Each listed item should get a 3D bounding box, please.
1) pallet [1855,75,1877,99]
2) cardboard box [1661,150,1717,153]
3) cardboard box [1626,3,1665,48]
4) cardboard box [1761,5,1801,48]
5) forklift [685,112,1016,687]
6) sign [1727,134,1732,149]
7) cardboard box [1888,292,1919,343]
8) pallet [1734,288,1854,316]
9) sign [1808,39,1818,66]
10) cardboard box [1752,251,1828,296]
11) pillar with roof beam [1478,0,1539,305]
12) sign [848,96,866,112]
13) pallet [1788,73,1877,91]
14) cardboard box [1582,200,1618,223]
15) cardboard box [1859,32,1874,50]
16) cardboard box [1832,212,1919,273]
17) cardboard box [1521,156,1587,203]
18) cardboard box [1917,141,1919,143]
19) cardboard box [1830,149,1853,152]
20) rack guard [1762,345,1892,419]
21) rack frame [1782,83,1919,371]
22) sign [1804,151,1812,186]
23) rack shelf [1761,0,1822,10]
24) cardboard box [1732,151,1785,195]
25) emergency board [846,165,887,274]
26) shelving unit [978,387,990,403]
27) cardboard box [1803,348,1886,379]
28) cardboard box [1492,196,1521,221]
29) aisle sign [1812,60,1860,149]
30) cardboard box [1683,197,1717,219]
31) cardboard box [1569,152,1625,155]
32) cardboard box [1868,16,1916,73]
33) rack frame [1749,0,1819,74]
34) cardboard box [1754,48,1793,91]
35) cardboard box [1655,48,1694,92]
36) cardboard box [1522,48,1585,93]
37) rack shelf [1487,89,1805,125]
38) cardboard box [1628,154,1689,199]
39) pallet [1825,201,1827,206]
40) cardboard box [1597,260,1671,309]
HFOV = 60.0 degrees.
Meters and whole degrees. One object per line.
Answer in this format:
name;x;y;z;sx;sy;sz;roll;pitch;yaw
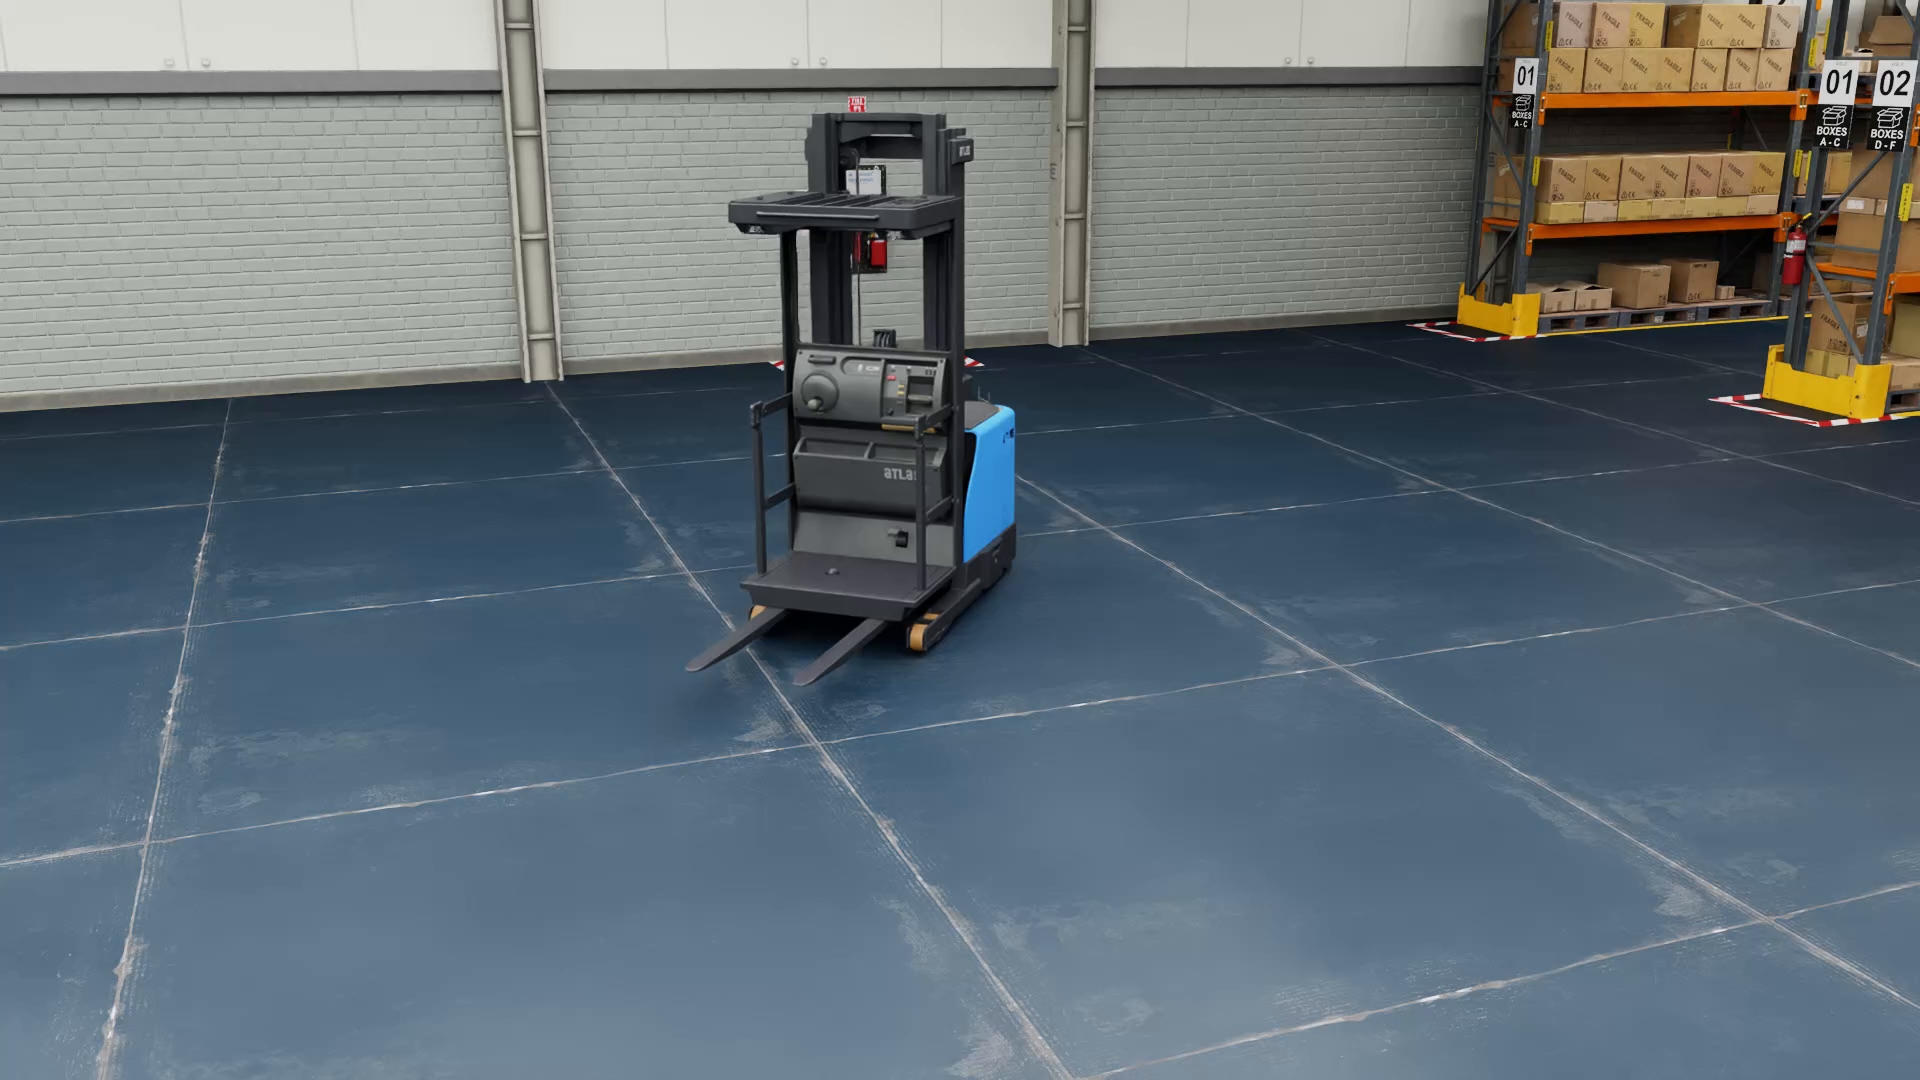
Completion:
pallet;8.963;-4.187;15.366;1.213;0.211;1.003;-6;17;-20
cardboard box;9.255;-4.686;21.131;0.500;0.500;0.500;-6;17;-20
cardboard box;7.925;-6.072;19.641;0.500;0.500;0.500;-6;17;-19
cardboard box;9.882;-6.287;20.372;0.500;0.500;0.500;-8;18;-25
forklift;-0.598;-0.897;9.449;1.130;2.935;3.031;6;17;19
sign;10.051;-5.133;21.700;0.005;0.325;0.100;-6;17;-20
cardboard box;9.617;-2.205;16.587;0.500;0.500;0.500;-6;17;-20
pallet;10.979;-3.173;22.029;1.213;0.211;1.003;-6;17;-20
sign;10.454;-5.977;20.388;0.005;0.325;0.100;-6;17;-20
cardboard box;10.934;-3.522;21.925;0.500;0.500;0.700;-6;17;-18
pillar with roof beam;8.402;-6.073;16.307;0.400;9.000;9.100;-6;17;-20
sign;-1.105;-4.621;17.895;0.199;0.298;0.001;-6;17;-20
pallet;10.868;-5.815;21.087;1.003;0.211;1.213;-6;17;-20
cardboard box;7.567;-3.988;20.086;0.500;0.250;0.500;-7;18;-22
cardboard box;11.944;-6.279;21.411;0.500;0.500;0.500;-7;18;-22
cardboard box;8.734;-2.817;15.691;0.500;0.500;0.700;-6;17;-20
cardboard box;7.071;-4.295;19.801;0.500;0.500;0.500;-6;17;-20
cardboard box;9.273;-3.500;15.712;0.500;0.500;0.700;-7;18;-22
cardboard box;11.868;-4.863;21.875;0.500;0.500;0.700;-4;17;-12
rack guard;8.271;-1.524;15.901;0.348;0.500;1.175;-6;17;-20
rack frame;8.294;-2.726;15.557;0.127;3.000;1.000;-6;17;-20
sign;8.113;-3.539;15.851;0.005;0.325;0.100;-6;17;-20
rack shelf;12.120;-6.975;21.366;4.000;0.370;1.077;-6;17;-20
cardboard box;9.922;-4.600;20.840;0.500;0.500;0.500;-6;17;-20
emergency board;-1.062;-3.483;18.135;0.643;1.169;0.194;-6;17;-20
shelving unit;0.050;-0.509;11.469;0.252;1.050;0.215;-6;17;-20
cardboard box;8.689;-1.740;16.334;0.500;0.250;0.500;-6;17;-20
cardboard box;6.885;-4.065;20.346;0.500;0.250;0.500;-6;17;-19
aisle sign;8.127;-4.044;15.431;0.004;0.787;0.394;-6;17;-20
cardboard box;8.987;-4.139;20.601;0.500;0.250;0.500;-6;17;-20
cardboard box;7.837;-4.531;20.604;0.500;0.500;0.500;-7;18;-22
cardboard box;8.832;-4.540;15.234;0.637;0.503;0.797;-5;17;-16
rack frame;10.253;-7.310;20.522;0.127;3.000;1.000;-6;17;-20
cardboard box;9.867;-5.813;20.532;0.500;0.500;0.500;-6;17;-19
cardboard box;8.410;-5.651;19.982;0.500;0.500;0.500;-5;17;-17
cardboard box;6.919;-5.493;19.445;0.500;0.500;0.500;-6;17;-19
rack shelf;8.385;-5.324;20.359;4.000;0.370;1.077;-6;17;-20
cardboard box;8.499;-4.448;20.321;0.500;0.500;0.500;-6;17;-18
pallet;12.154;-4.533;22.051;1.213;0.211;1.003;-6;17;-20
cardboard box;8.431;-3.205;20.844;0.500;0.500;0.700;-7;18;-24
